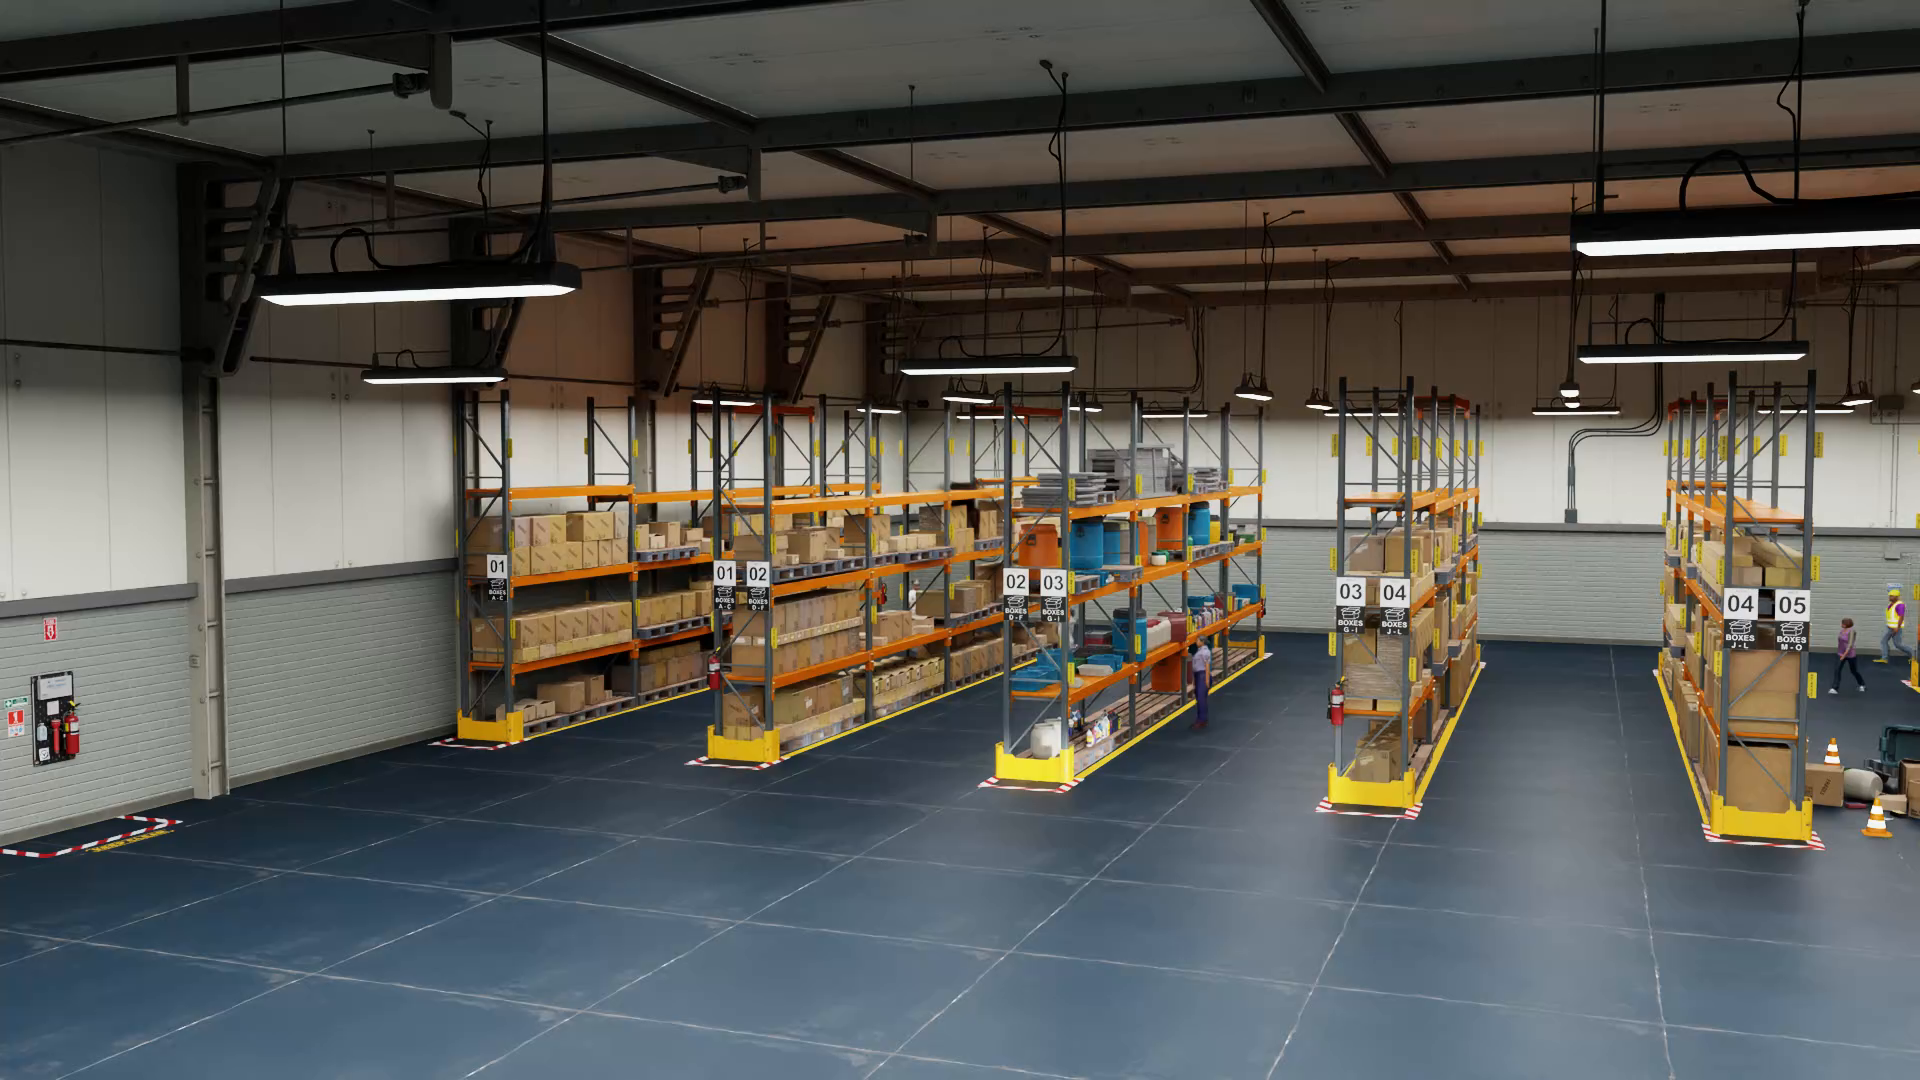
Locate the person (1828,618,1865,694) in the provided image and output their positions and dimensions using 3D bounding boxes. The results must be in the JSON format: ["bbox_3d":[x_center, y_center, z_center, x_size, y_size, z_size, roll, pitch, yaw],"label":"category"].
[{"bbox_3d":[18.058,2.353,33.835,0.951,1.551,0.362,-2,4,-30],"label":"person"}]

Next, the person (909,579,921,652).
[{"bbox_3d":[-1.024,1.857,41.178,0.510,1.783,0.581,2,4,37],"label":"person"}]

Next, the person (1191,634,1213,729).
[{"bbox_3d":[4.331,2.541,29.933,0.425,1.677,0.624,0,3,-1],"label":"person"}]

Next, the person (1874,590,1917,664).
[{"bbox_3d":[21.679,2.013,38.491,0.912,1.731,0.613,1,3,10],"label":"person"}]

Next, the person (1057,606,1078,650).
[{"bbox_3d":[2.192,2.147,34.004,0.425,1.701,0.526,0,3,6],"label":"person"}]
